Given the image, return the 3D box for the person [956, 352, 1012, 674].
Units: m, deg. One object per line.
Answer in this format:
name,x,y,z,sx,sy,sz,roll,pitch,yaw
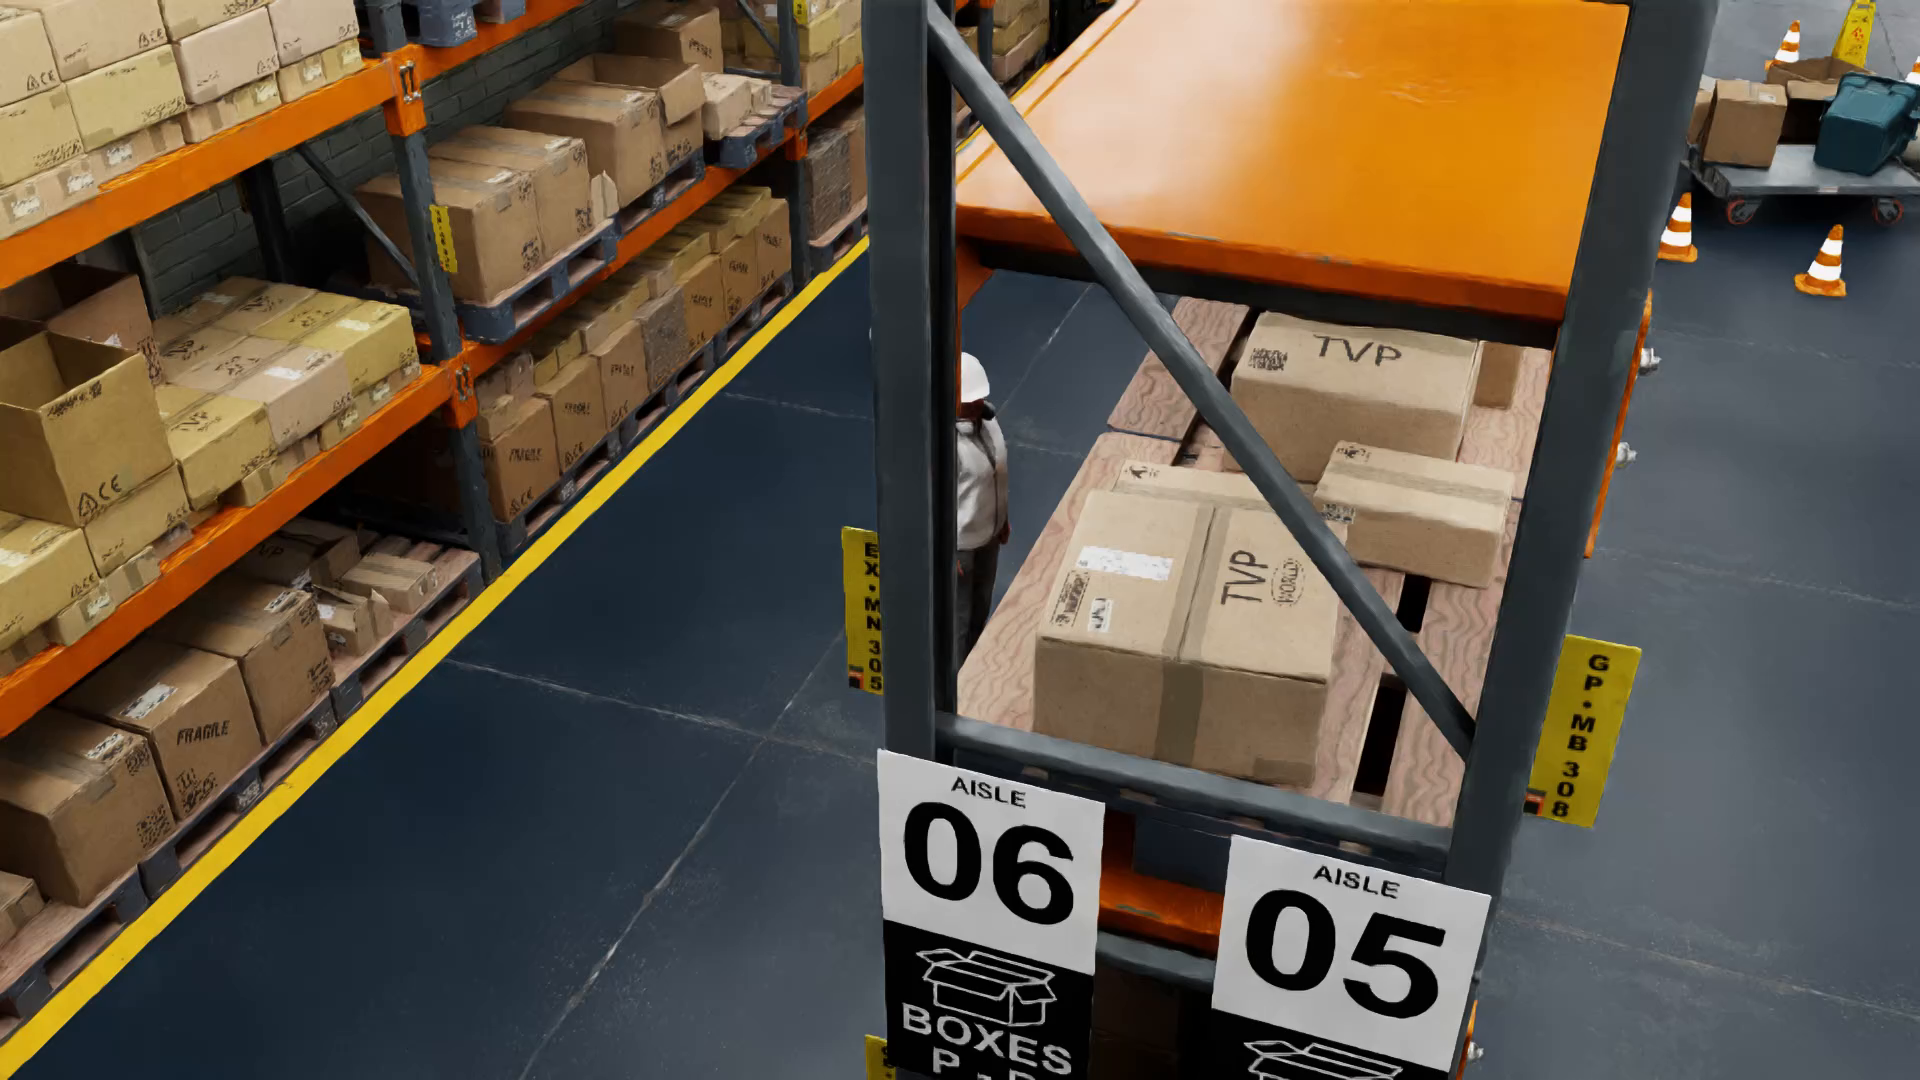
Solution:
person,0.038,-0.029,7.579,0.415,1.813,0.588,19,37,26
